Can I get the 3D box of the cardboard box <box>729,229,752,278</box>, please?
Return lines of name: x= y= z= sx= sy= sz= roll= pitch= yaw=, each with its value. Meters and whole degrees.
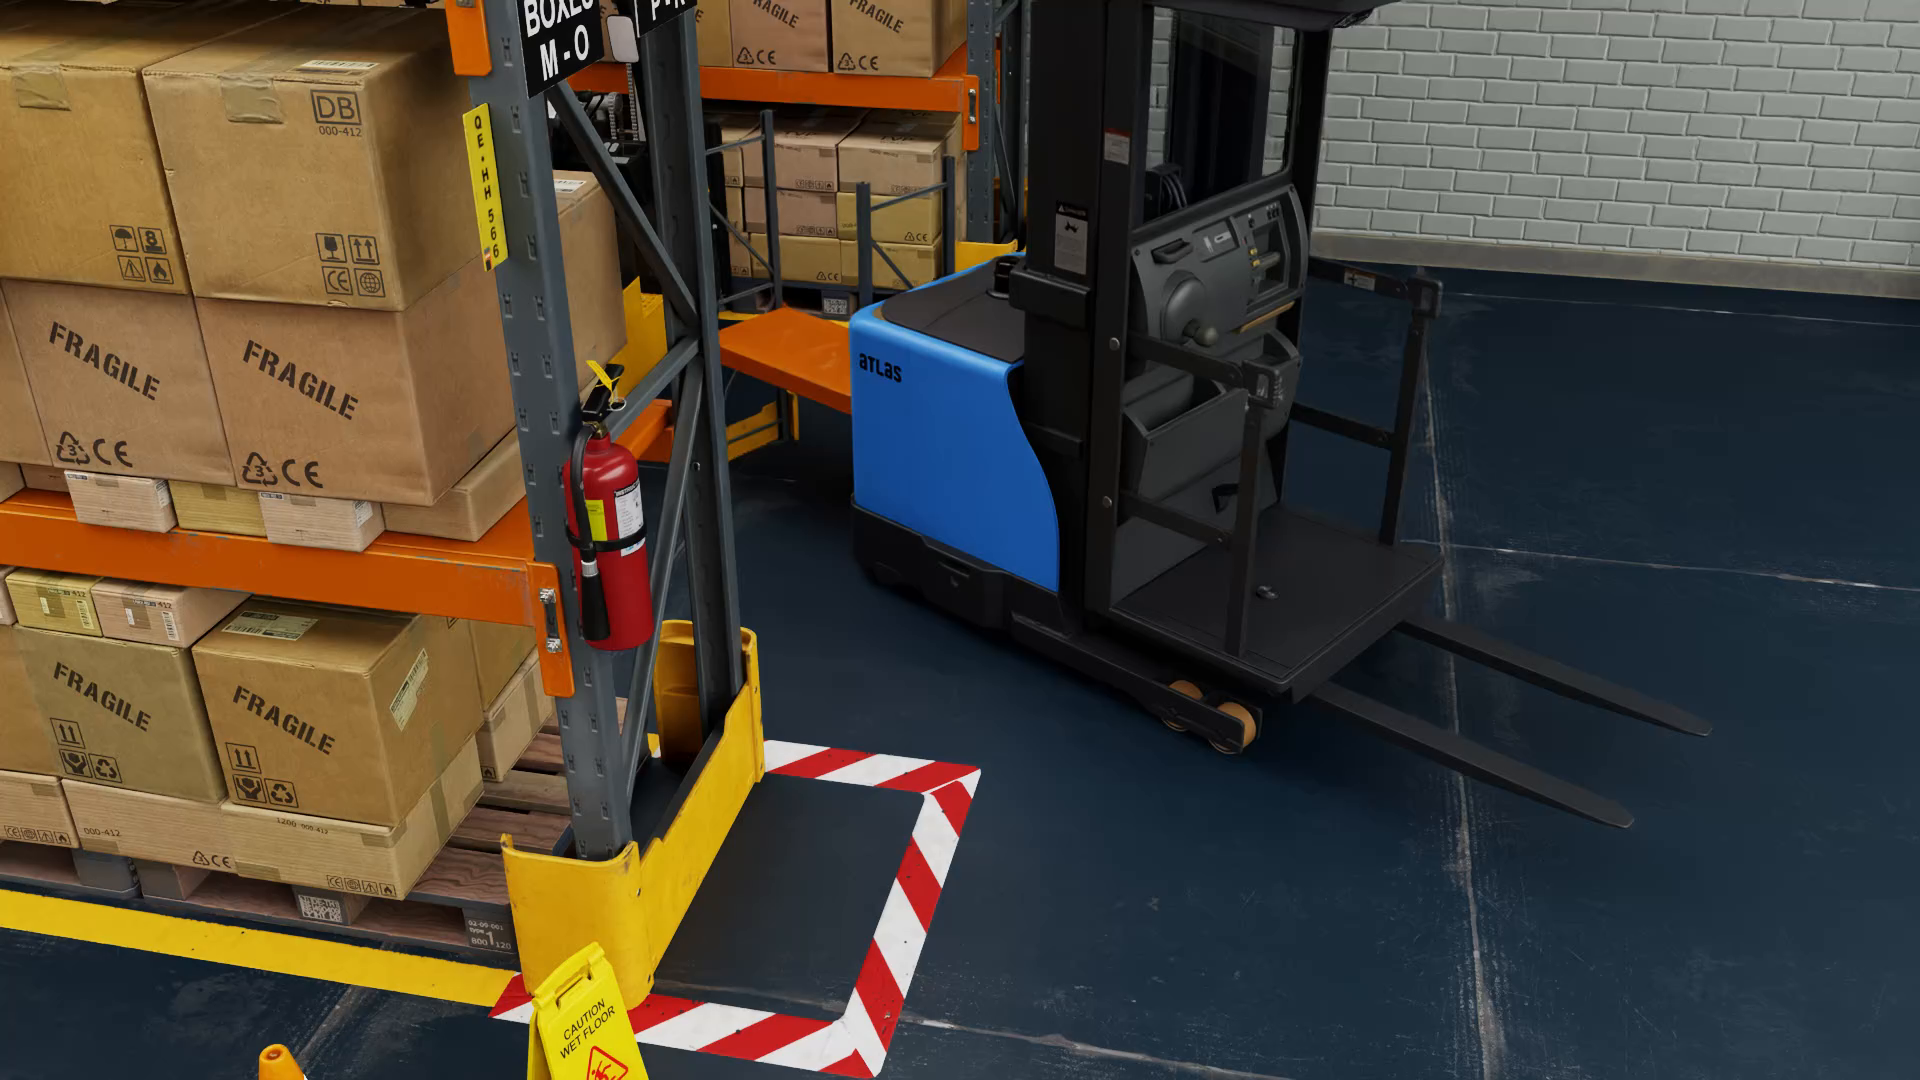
cardboard box: x=-1.299 y=-1.649 z=9.064 sx=0.500 sy=0.250 sz=0.500 roll=6 pitch=29 yaw=11

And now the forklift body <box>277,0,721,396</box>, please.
forklift body: x=-2.038 y=-1.624 z=7.477 sx=1.214 sy=2.155 sz=2.313 roll=6 pitch=29 yaw=11

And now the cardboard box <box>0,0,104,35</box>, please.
cardboard box: x=-2.394 y=-0.951 z=3.908 sx=0.500 sy=0.500 sz=0.700 roll=6 pitch=29 yaw=10

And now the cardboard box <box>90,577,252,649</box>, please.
cardboard box: x=-2.046 y=0.113 z=4.389 sx=0.250 sy=0.149 sz=0.380 roll=7 pitch=29 yaw=12

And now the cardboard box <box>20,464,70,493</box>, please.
cardboard box: x=-2.242 y=-0.271 z=4.383 sx=0.250 sy=0.149 sz=0.380 roll=6 pitch=29 yaw=11

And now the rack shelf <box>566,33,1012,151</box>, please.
rack shelf: x=-1.758 y=-2.548 z=9.030 sx=4.000 sy=0.370 sz=1.077 roll=6 pitch=29 yaw=11

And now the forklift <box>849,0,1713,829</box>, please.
forklift: x=1.012 y=-0.868 z=5.283 sx=3.031 sy=2.935 sz=1.130 roll=23 pitch=36 yaw=36

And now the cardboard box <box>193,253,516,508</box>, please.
cardboard box: x=-1.423 y=-0.431 z=4.000 sx=0.500 sy=0.500 sz=0.500 roll=5 pitch=29 yaw=10

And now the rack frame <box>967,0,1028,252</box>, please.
rack frame: x=0.198 y=-2.663 z=8.491 sx=0.127 sy=3.000 sz=1.000 roll=6 pitch=29 yaw=11

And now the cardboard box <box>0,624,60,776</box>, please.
cardboard box: x=-2.676 y=0.299 z=4.726 sx=0.500 sy=0.500 sz=0.500 roll=5 pitch=29 yaw=9

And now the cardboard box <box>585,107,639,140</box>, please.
cardboard box: x=-1.808 y=-2.128 z=8.899 sx=0.500 sy=0.250 sz=0.500 roll=5 pitch=29 yaw=10

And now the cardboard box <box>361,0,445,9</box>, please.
cardboard box: x=-2.822 y=-2.897 z=8.813 sx=0.500 sy=0.500 sz=0.500 roll=6 pitch=29 yaw=11

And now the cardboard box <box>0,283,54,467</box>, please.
cardboard box: x=-2.401 y=-0.535 z=4.191 sx=0.500 sy=0.500 sz=0.500 roll=6 pitch=29 yaw=10

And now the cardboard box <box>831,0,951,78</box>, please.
cardboard box: x=-0.338 y=-2.633 z=8.332 sx=0.500 sy=0.500 sz=0.500 roll=5 pitch=29 yaw=9

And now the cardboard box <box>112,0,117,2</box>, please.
cardboard box: x=-4.261 y=-2.926 z=9.128 sx=0.500 sy=0.250 sz=0.500 roll=7 pitch=29 yaw=12

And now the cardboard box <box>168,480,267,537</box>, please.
cardboard box: x=-1.763 y=-0.168 z=4.194 sx=0.250 sy=0.149 sz=0.380 roll=5 pitch=29 yaw=10

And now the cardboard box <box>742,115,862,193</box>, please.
cardboard box: x=-0.818 y=-2.028 z=8.716 sx=0.500 sy=0.250 sz=0.500 roll=6 pitch=29 yaw=11

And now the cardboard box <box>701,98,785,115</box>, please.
cardboard box: x=-1.209 y=-2.321 z=9.250 sx=0.500 sy=0.250 sz=0.500 roll=6 pitch=29 yaw=10

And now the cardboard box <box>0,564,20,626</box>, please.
cardboard box: x=-2.548 y=0.059 z=4.487 sx=0.250 sy=0.149 sz=0.380 roll=7 pitch=29 yaw=13

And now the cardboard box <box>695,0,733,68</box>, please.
cardboard box: x=-1.345 y=-2.741 z=8.529 sx=0.500 sy=0.500 sz=0.500 roll=5 pitch=29 yaw=10

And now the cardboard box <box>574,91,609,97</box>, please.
cardboard box: x=-2.202 y=-2.422 z=9.435 sx=0.500 sy=0.250 sz=0.500 roll=6 pitch=29 yaw=11

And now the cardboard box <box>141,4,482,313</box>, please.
cardboard box: x=-1.380 y=-0.893 z=3.803 sx=0.500 sy=0.500 sz=0.700 roll=5 pitch=29 yaw=9

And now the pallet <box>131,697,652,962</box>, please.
pallet: x=-1.696 y=0.786 z=5.095 sx=1.213 sy=0.211 sz=1.003 roll=6 pitch=29 yaw=11

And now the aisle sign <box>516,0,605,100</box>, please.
aisle sign: x=-0.835 y=-1.330 z=3.348 sx=0.004 sy=0.787 sz=0.394 roll=6 pitch=29 yaw=11

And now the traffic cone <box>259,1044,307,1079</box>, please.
traffic cone: x=-1.525 y=1.344 z=3.814 sx=0.334 sy=0.463 sz=0.336 roll=6 pitch=29 yaw=11

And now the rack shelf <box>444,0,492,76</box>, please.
rack shelf: x=-2.791 y=-1.533 z=4.051 sx=4.000 sy=0.370 sz=1.077 roll=6 pitch=29 yaw=11

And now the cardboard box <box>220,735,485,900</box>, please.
cardboard box: x=-1.705 y=0.733 z=4.714 sx=0.500 sy=0.250 sz=0.500 roll=6 pitch=29 yaw=10

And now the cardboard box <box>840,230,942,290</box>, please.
cardboard box: x=-0.328 y=-1.540 z=8.866 sx=0.500 sy=0.250 sz=0.500 roll=6 pitch=29 yaw=11

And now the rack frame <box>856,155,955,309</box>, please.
rack frame: x=-0.196 y=-0.705 z=6.475 sx=0.032 sy=1.500 sz=0.500 roll=23 pitch=36 yaw=36

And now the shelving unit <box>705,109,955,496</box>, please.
shelving unit: x=-0.581 y=-0.871 z=6.778 sx=1.083 sy=1.500 sz=0.587 roll=23 pitch=36 yaw=36

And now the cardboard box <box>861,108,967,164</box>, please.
cardboard box: x=-0.233 y=-2.217 z=9.061 sx=0.500 sy=0.250 sz=0.500 roll=5 pitch=29 yaw=10

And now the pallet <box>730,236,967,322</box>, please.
pallet: x=-0.559 y=-1.497 z=9.265 sx=1.213 sy=0.211 sz=1.003 roll=6 pitch=29 yaw=11

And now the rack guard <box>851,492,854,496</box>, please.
rack guard: x=-0.211 y=-0.163 z=6.787 sx=0.087 sy=0.250 sz=0.587 roll=23 pitch=36 yaw=36

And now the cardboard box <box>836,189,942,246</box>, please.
cardboard box: x=-0.343 y=-1.763 z=8.752 sx=0.500 sy=0.250 sz=0.500 roll=5 pitch=29 yaw=10

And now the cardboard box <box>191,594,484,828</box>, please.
cardboard box: x=-1.673 y=0.403 z=4.535 sx=0.500 sy=0.500 sz=0.500 roll=6 pitch=29 yaw=11

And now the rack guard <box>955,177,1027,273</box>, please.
rack guard: x=0.221 y=-1.564 z=9.087 sx=0.348 sy=0.500 sz=1.175 roll=6 pitch=29 yaw=11

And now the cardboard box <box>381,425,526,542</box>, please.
cardboard box: x=-1.245 y=-0.159 z=4.178 sx=0.250 sy=0.149 sz=0.380 roll=7 pitch=29 yaw=12

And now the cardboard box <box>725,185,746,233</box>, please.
cardboard box: x=-1.341 y=-1.860 z=8.929 sx=0.500 sy=0.250 sz=0.500 roll=5 pitch=29 yaw=9

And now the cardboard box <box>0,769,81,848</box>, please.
cardboard box: x=-2.700 y=0.630 z=4.902 sx=0.500 sy=0.250 sz=0.500 roll=5 pitch=29 yaw=9
